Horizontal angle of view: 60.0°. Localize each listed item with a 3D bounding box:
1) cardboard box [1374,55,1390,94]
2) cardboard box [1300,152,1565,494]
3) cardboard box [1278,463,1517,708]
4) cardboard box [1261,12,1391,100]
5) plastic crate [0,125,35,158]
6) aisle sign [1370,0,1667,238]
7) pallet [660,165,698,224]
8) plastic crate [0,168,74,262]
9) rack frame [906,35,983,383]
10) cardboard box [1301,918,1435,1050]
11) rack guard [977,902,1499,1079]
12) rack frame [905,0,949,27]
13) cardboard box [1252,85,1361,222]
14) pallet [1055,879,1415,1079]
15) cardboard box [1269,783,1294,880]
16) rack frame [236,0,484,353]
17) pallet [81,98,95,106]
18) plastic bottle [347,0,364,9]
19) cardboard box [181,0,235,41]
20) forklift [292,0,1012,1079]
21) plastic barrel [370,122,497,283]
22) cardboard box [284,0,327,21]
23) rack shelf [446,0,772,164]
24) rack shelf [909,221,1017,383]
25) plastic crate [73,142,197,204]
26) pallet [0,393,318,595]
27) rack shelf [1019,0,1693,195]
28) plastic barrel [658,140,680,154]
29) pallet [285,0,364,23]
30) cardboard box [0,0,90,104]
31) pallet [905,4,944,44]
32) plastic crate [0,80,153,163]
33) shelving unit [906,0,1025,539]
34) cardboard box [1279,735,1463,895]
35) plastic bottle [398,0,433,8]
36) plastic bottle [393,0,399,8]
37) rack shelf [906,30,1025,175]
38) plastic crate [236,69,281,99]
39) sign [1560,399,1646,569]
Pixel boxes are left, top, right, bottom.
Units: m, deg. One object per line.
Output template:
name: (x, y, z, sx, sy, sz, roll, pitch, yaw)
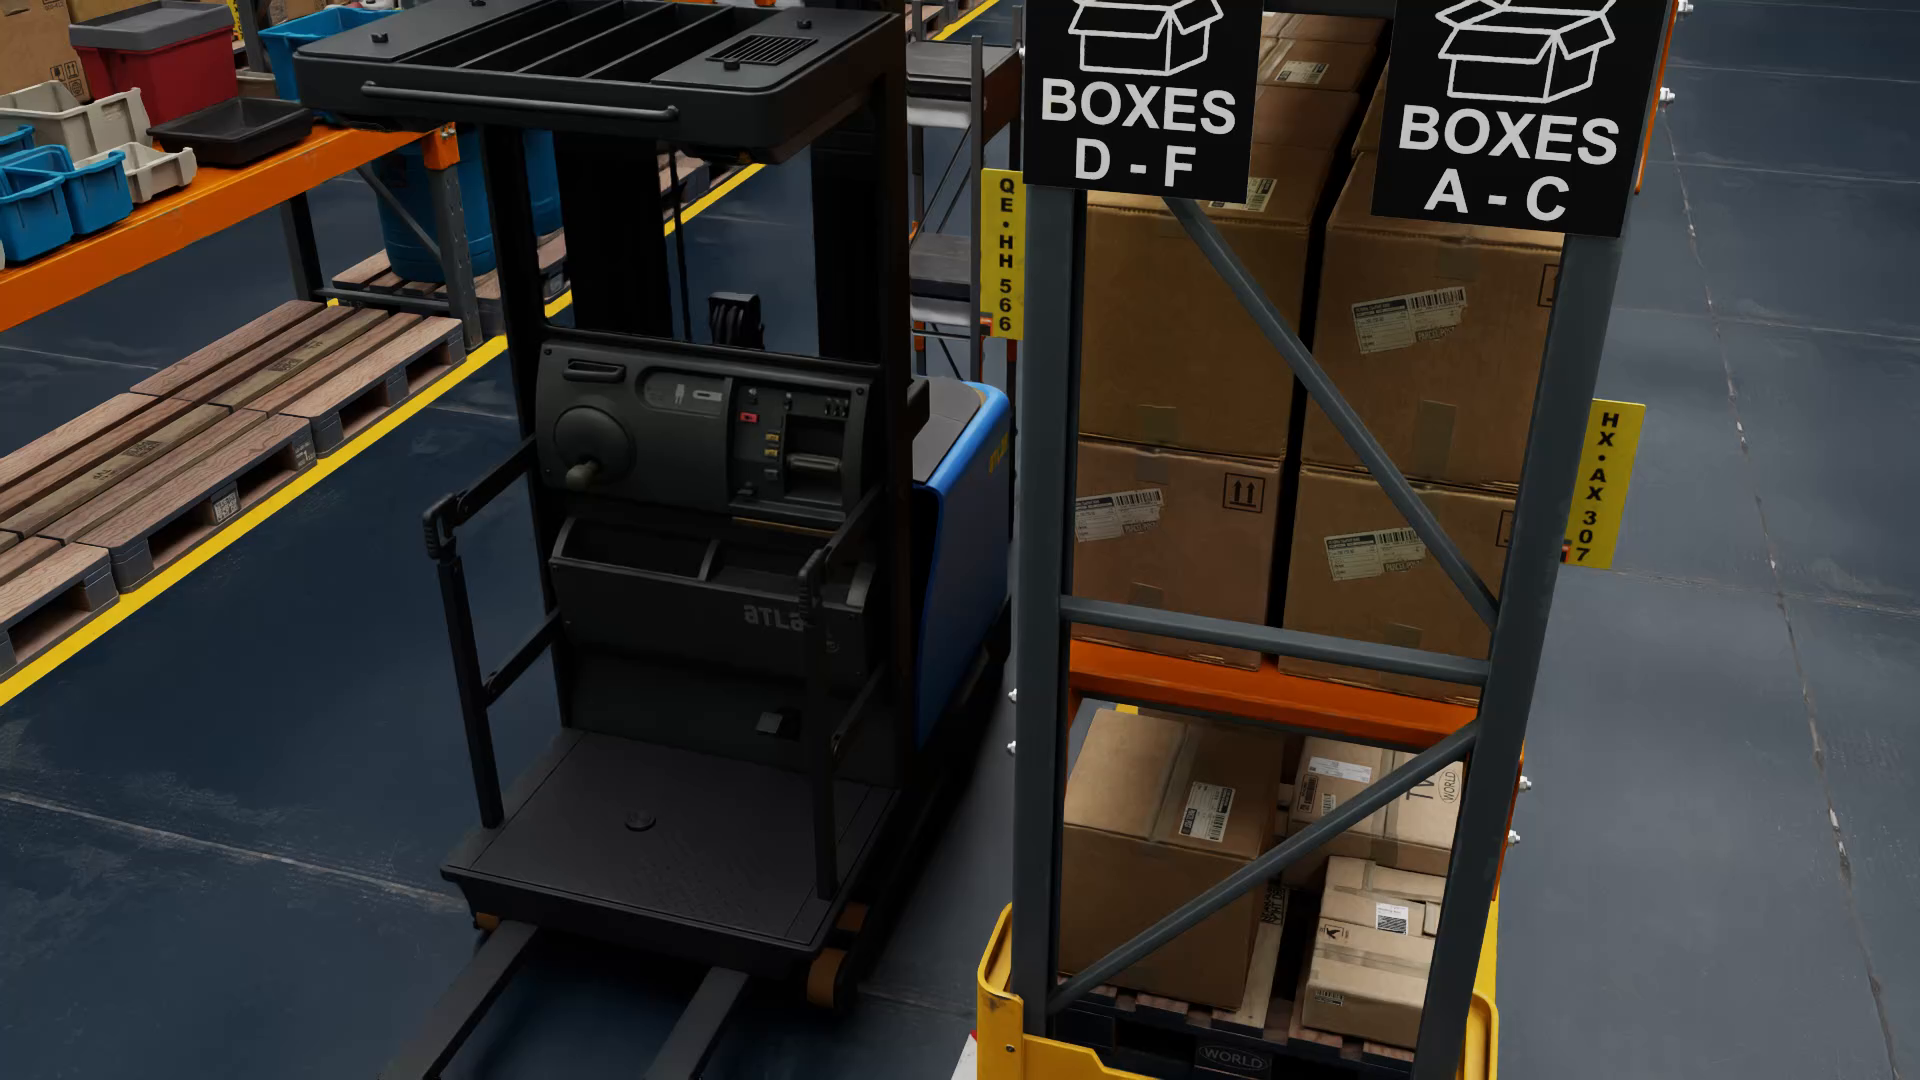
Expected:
cardboard box: (1.292, -0.921, 4.188, 0.500, 0.500, 0.500, 9, 30, 16)
cardboard box: (0.994, -0.445, 3.332, 0.500, 0.500, 0.500, 9, 30, 16)
cardboard box: (0.994, -0.008, 3.576, 0.500, 0.500, 0.500, 9, 30, 16)
cardboard box: (0.925, -1.237, 4.757, 0.500, 0.500, 0.500, 9, 30, 16)
plastic crate: (-3.765, -1.448, 6.378, 0.416, 0.233, 0.300, 8, 30, 15)
aisle sign: (0.872, -0.858, 2.532, 0.394, 0.787, 0.004, 8, 30, 15)
pallet: (-2.326, -2.066, 10.246, 1.003, 0.211, 1.213, 8, 30, 15)
plastic crate: (-3.349, -1.137, 5.818, 0.416, 0.233, 0.300, 8, 30, 15)
rack frame: (-0.120, -0.727, 5.897, 0.400, 2.100, 0.015, 8, 30, 15)
cardboard box: (1.063, 1.113, 4.145, 0.380, 0.149, 0.250, 8, 30, 15)
rack guard: (0.634, 1.262, 3.968, 1.175, 0.500, 0.348, 8, 30, 15)
rack frame: (-0.600, -6.081, 14.595, 1.000, 3.000, 0.127, 8, 30, 15)
cardboard box: (0.627, -0.757, 3.894, 0.500, 0.500, 0.500, 9, 30, 16)
pallet: (0.867, 1.017, 4.704, 1.003, 0.211, 1.213, 8, 30, 15)
cardboard box: (0.741, 0.787, 4.711, 0.380, 0.166, 0.250, 8, 30, 15)
rack frame: (-2.948, -2.363, 7.912, 1.000, 3.000, 0.127, 8, 30, 15)
pallet: (-6.813, -3.354, 12.563, 1.003, 0.211, 1.213, 8, 30, 15)
plastic bottle: (-3.118, -2.655, 8.558, 0.061, 0.283, 0.133, 8, 30, 15)
cardboard box: (-6.332, -4.343, 13.590, 0.700, 0.500, 0.500, 7, 30, 12)
forklift: (-0.741, -0.235, 4.158, 1.130, 2.935, 3.031, 8, 30, 15)
plastic barrel: (-2.773, -1.880, 8.770, 0.600, 0.901, 0.708, 8, 30, 15)
cardboard box: (-6.021, -4.867, 14.532, 0.700, 0.500, 0.500, 11, 31, 19)
rack shelf: (-2.361, -2.978, 9.758, 1.077, 0.370, 4.000, 8, 30, 15)
rack shelf: (-0.049, -0.829, 6.108, 0.431, 0.518, 0.480, 8, 30, 15)
plastic crate: (-3.172, -1.422, 6.430, 0.293, 0.136, 0.466, 8, 30, 15)
pallet: (-3.483, -0.228, 6.943, 1.003, 0.211, 1.213, 8, 30, 15)
rack shelf: (1.199, -1.721, 4.413, 1.077, 0.370, 4.000, 8, 30, 15)
plastic barrel: (-1.982, -2.813, 10.849, 0.421, 0.512, 0.421, 0, 29, 0)
pallet: (-5.918, -4.638, 14.870, 1.003, 0.211, 1.213, 8, 30, 15)
cardboard box: (-7.001, -3.453, 11.625, 1.225, 0.875, 0.875, 9, 30, 15)
pallet: (-0.794, -4.492, 14.607, 1.003, 0.211, 1.213, 8, 30, 15)
plastic crate: (-3.573, -1.654, 6.698, 0.437, 0.282, 0.530, 8, 30, 15)
shelving unit: (-0.049, -0.841, 6.101, 0.431, 2.100, 0.503, 8, 30, 15)
cardboard box: (1.189, 0.769, 4.657, 0.500, 0.250, 0.500, 8, 30, 15)
plastic bottle: (-2.854, -2.795, 8.739, 0.144, 0.351, 0.185, 8, 30, 15)
plastic bottle: (-2.991, -2.815, 8.776, 0.144, 0.351, 0.185, 8, 30, 15)
rack shelf: (-0.049, -1.440, 5.768, 0.431, 0.518, 0.480, 8, 30, 15)
plastic crate: (-3.222, -2.078, 7.609, 0.396, 0.136, 0.243, 8, 30, 15)
sign: (1.130, -0.096, 2.947, 0.100, 0.325, 0.005, 8, 30, 15)
